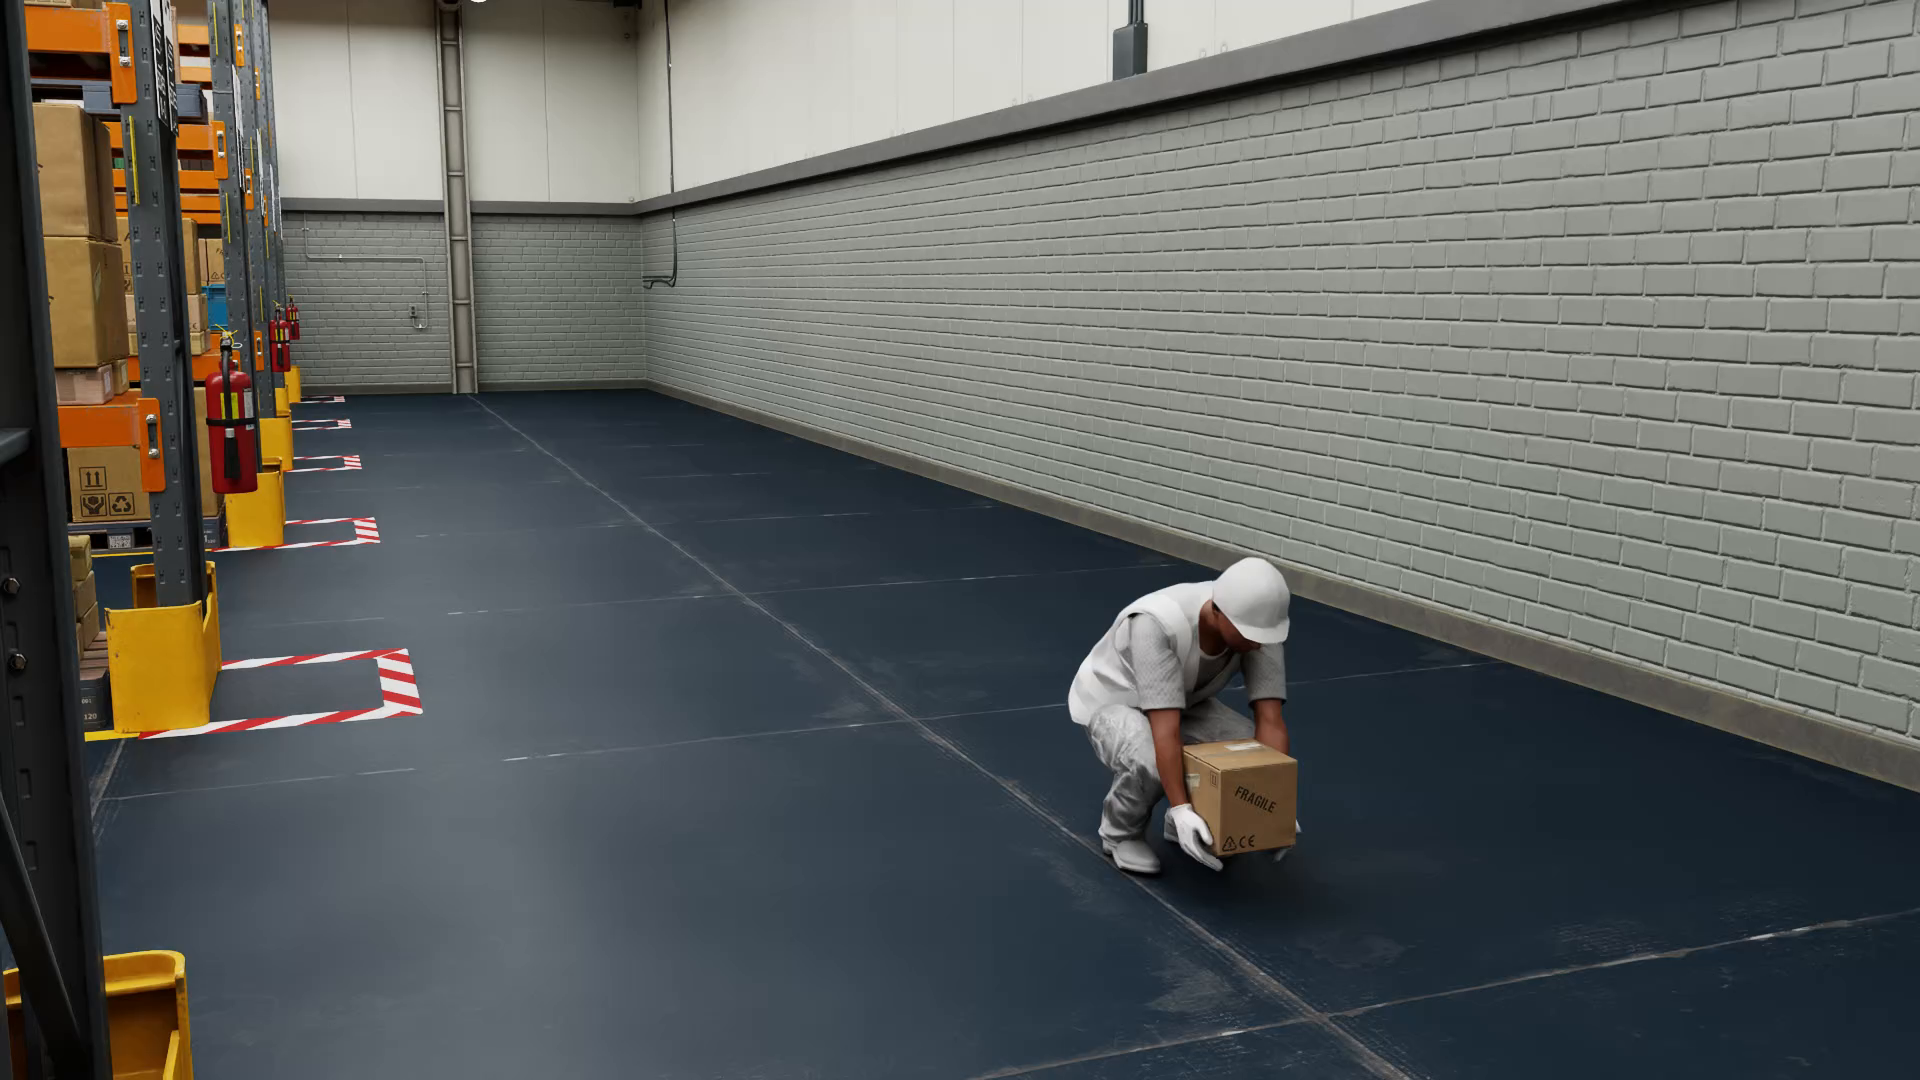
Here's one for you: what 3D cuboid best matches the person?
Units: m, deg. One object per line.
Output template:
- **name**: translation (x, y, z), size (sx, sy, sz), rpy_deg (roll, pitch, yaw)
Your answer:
- **person**: translation (0.710, 0.444, 5.041), size (0.536, 0.873, 0.898), rpy_deg (-4, 9, -22)
